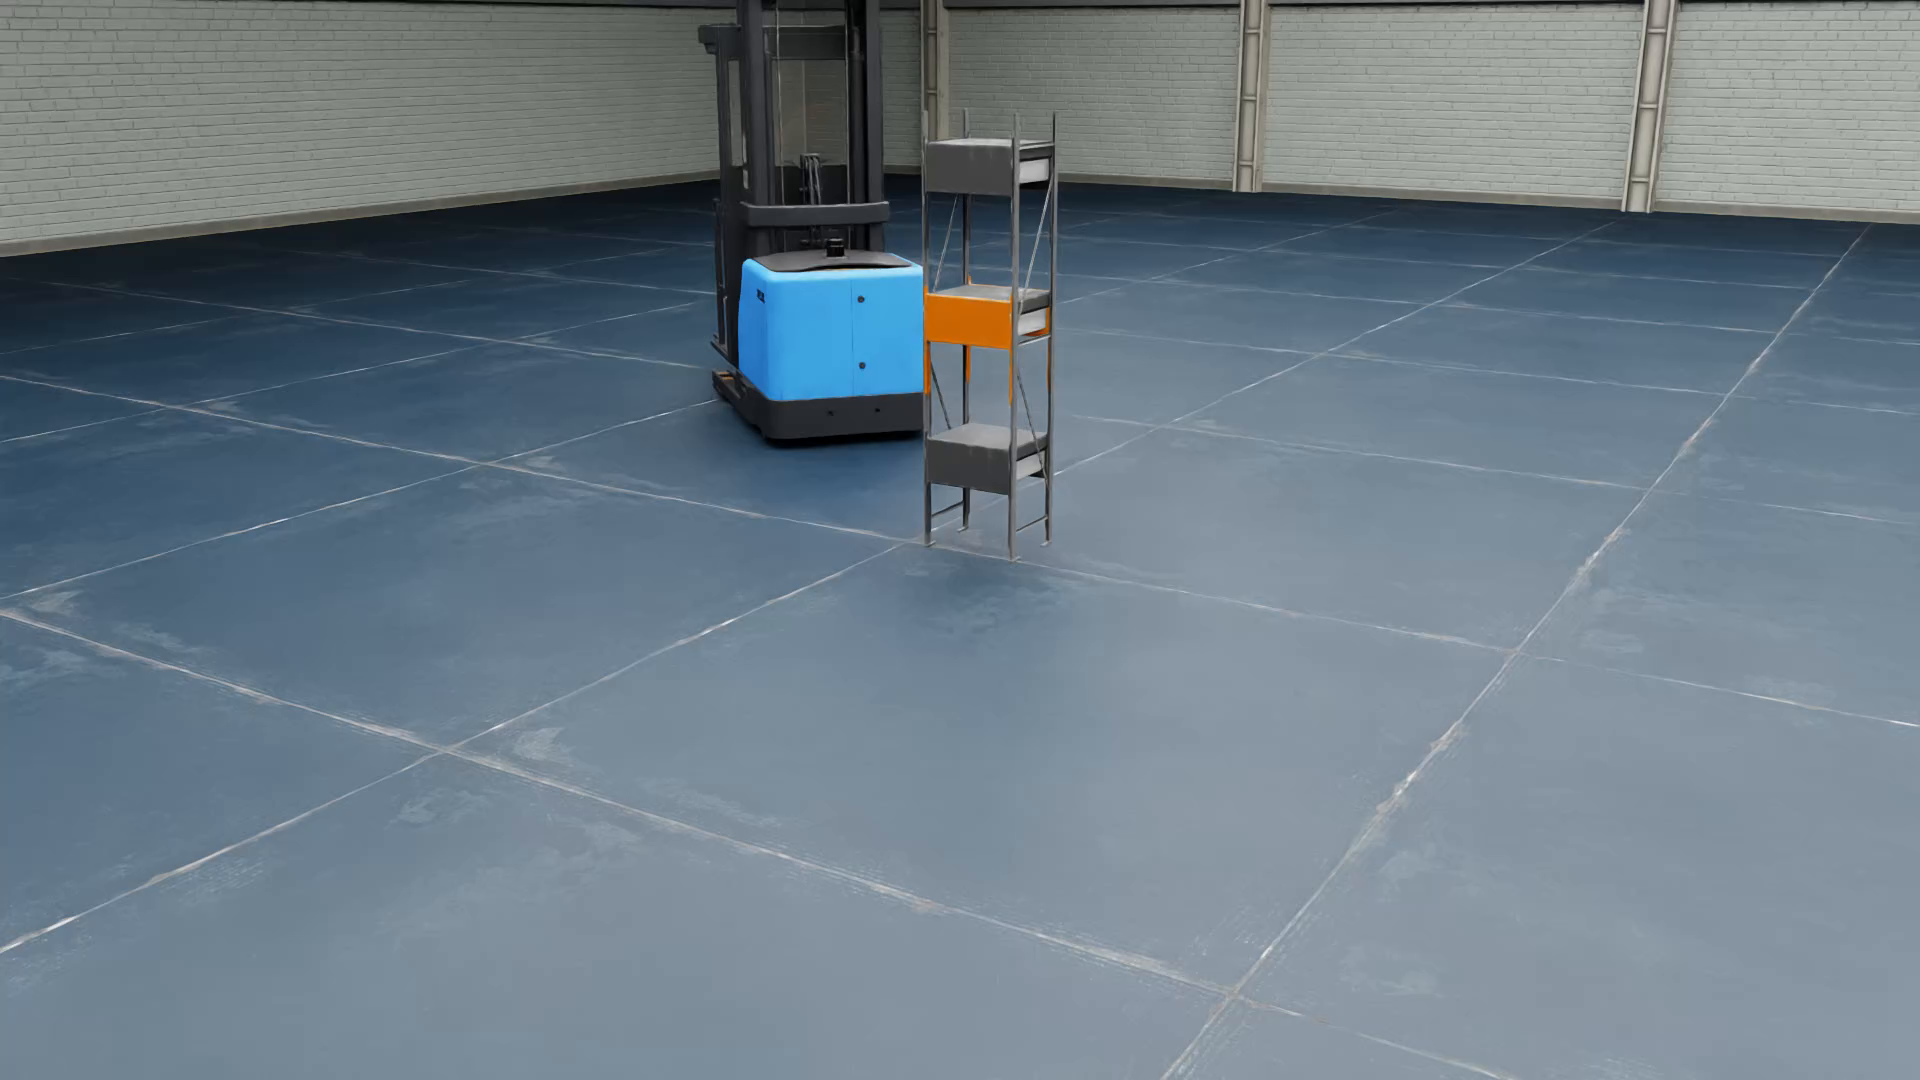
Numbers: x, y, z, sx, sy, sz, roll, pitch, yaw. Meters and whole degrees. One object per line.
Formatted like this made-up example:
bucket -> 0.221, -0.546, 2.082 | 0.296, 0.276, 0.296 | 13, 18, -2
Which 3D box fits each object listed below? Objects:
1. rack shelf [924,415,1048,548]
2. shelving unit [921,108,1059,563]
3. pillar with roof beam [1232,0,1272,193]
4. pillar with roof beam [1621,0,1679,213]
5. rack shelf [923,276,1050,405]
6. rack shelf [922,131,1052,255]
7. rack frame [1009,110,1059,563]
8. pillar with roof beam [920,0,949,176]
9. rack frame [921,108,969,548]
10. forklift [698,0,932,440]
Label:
rack shelf -> 0.141, -0.297, 8.201 | 0.480, 0.518, 0.431 | 10, 20, 30
shelving unit -> 0.141, -0.979, 7.993 | 0.503, 2.100, 0.431 | 10, 20, 30
pillar with roof beam -> 2.410, -8.897, 22.187 | 0.400, 9.000, 9.100 | 10, 20, 30
pillar with roof beam -> 7.522, -7.984, 19.183 | 0.400, 9.000, 9.100 | 10, 20, 30
rack shelf -> 0.141, -0.966, 7.997 | 0.480, 0.518, 0.431 | 10, 20, 30
rack shelf -> 0.141, -1.636, 7.794 | 0.480, 0.518, 0.431 | 10, 20, 30
rack frame -> 0.349, -0.942, 7.871 | 0.015, 2.100, 0.400 | 10, 20, 30
pillar with roof beam -> -2.703, -9.809, 25.192 | 0.400, 9.000, 9.100 | 10, 20, 30
rack frame -> -0.067, -1.017, 8.115 | 0.015, 2.100, 0.400 | 10, 20, 30
forklift -> -1.118, -2.406, 11.260 | 1.130, 2.935, 3.031 | -5, 18, -17
